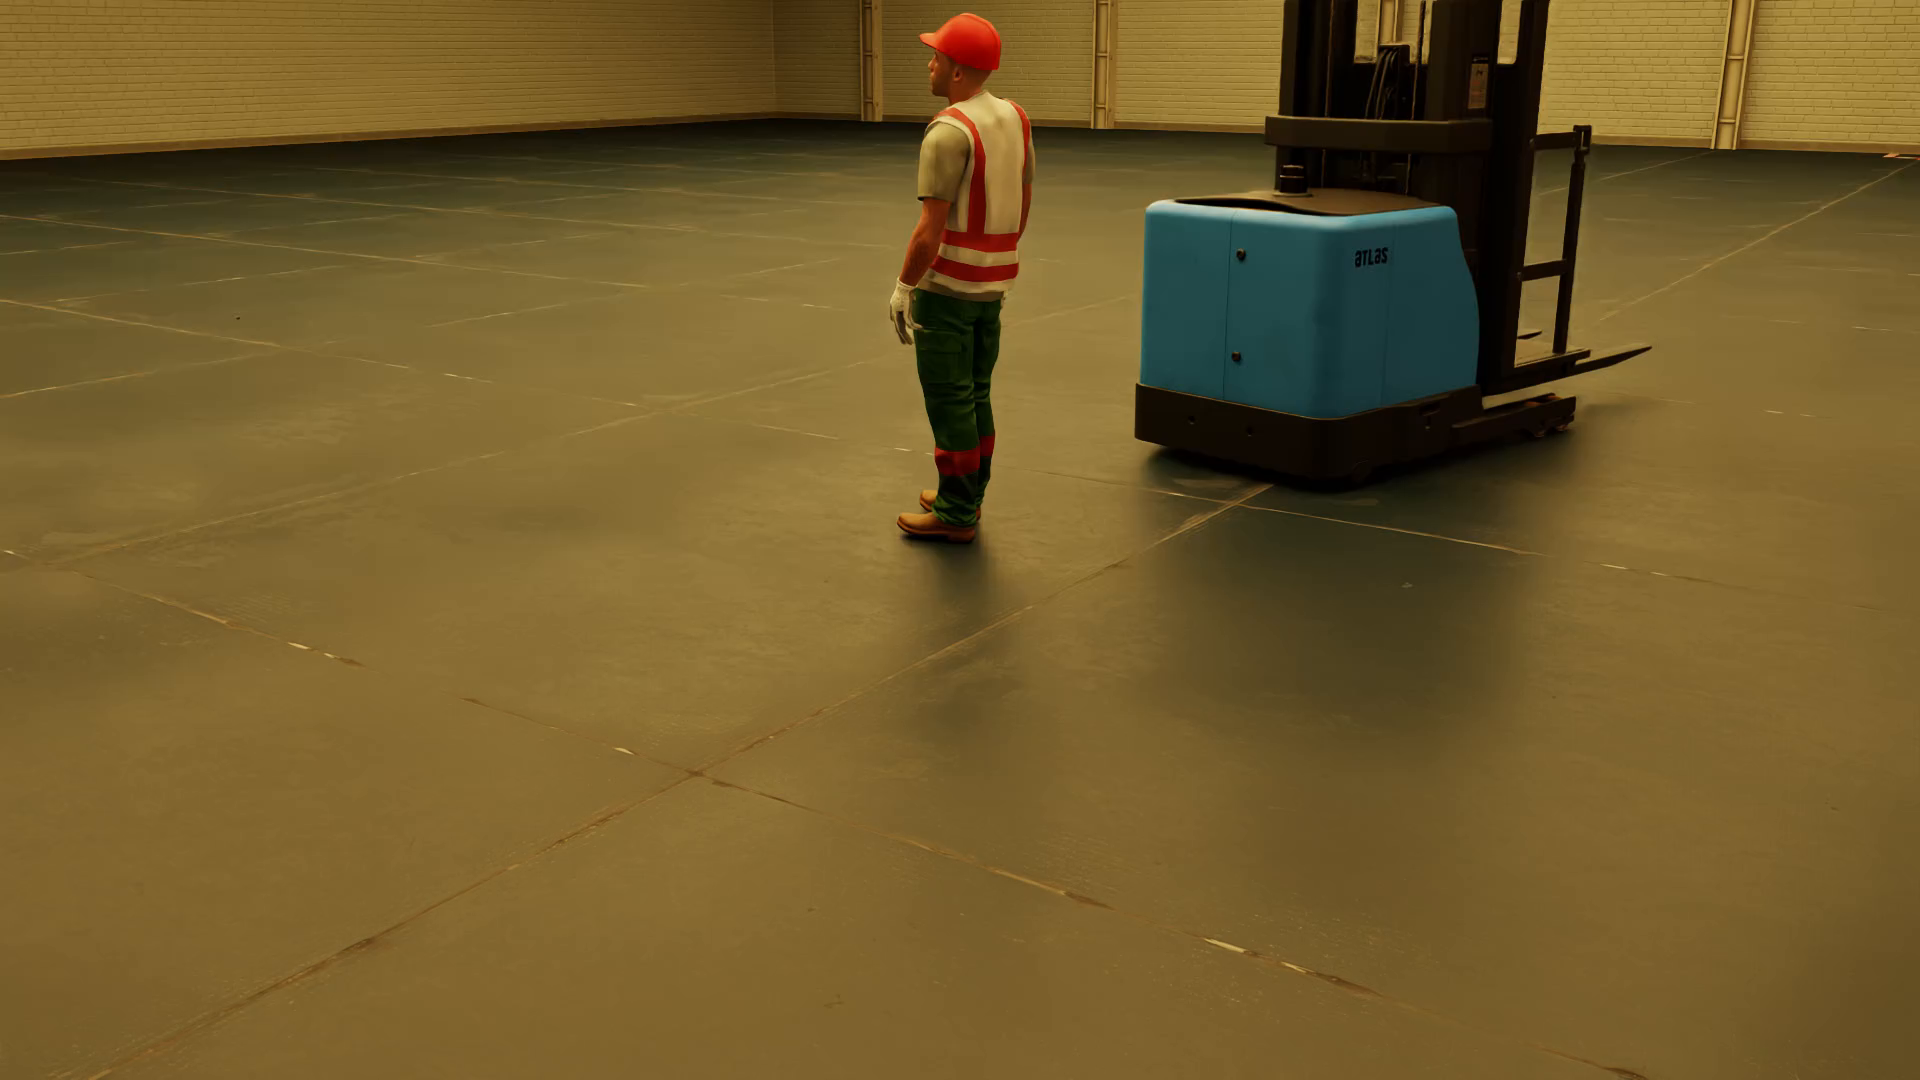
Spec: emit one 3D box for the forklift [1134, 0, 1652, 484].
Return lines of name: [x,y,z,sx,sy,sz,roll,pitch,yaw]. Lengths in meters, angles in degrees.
forklift: [2.186,-1.962,7.393,3.031,2.935,1.130,-15,22,-40]

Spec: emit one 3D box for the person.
person: [-0.060,-0.880,5.744,0.562,1.790,0.637,11,20,33]
